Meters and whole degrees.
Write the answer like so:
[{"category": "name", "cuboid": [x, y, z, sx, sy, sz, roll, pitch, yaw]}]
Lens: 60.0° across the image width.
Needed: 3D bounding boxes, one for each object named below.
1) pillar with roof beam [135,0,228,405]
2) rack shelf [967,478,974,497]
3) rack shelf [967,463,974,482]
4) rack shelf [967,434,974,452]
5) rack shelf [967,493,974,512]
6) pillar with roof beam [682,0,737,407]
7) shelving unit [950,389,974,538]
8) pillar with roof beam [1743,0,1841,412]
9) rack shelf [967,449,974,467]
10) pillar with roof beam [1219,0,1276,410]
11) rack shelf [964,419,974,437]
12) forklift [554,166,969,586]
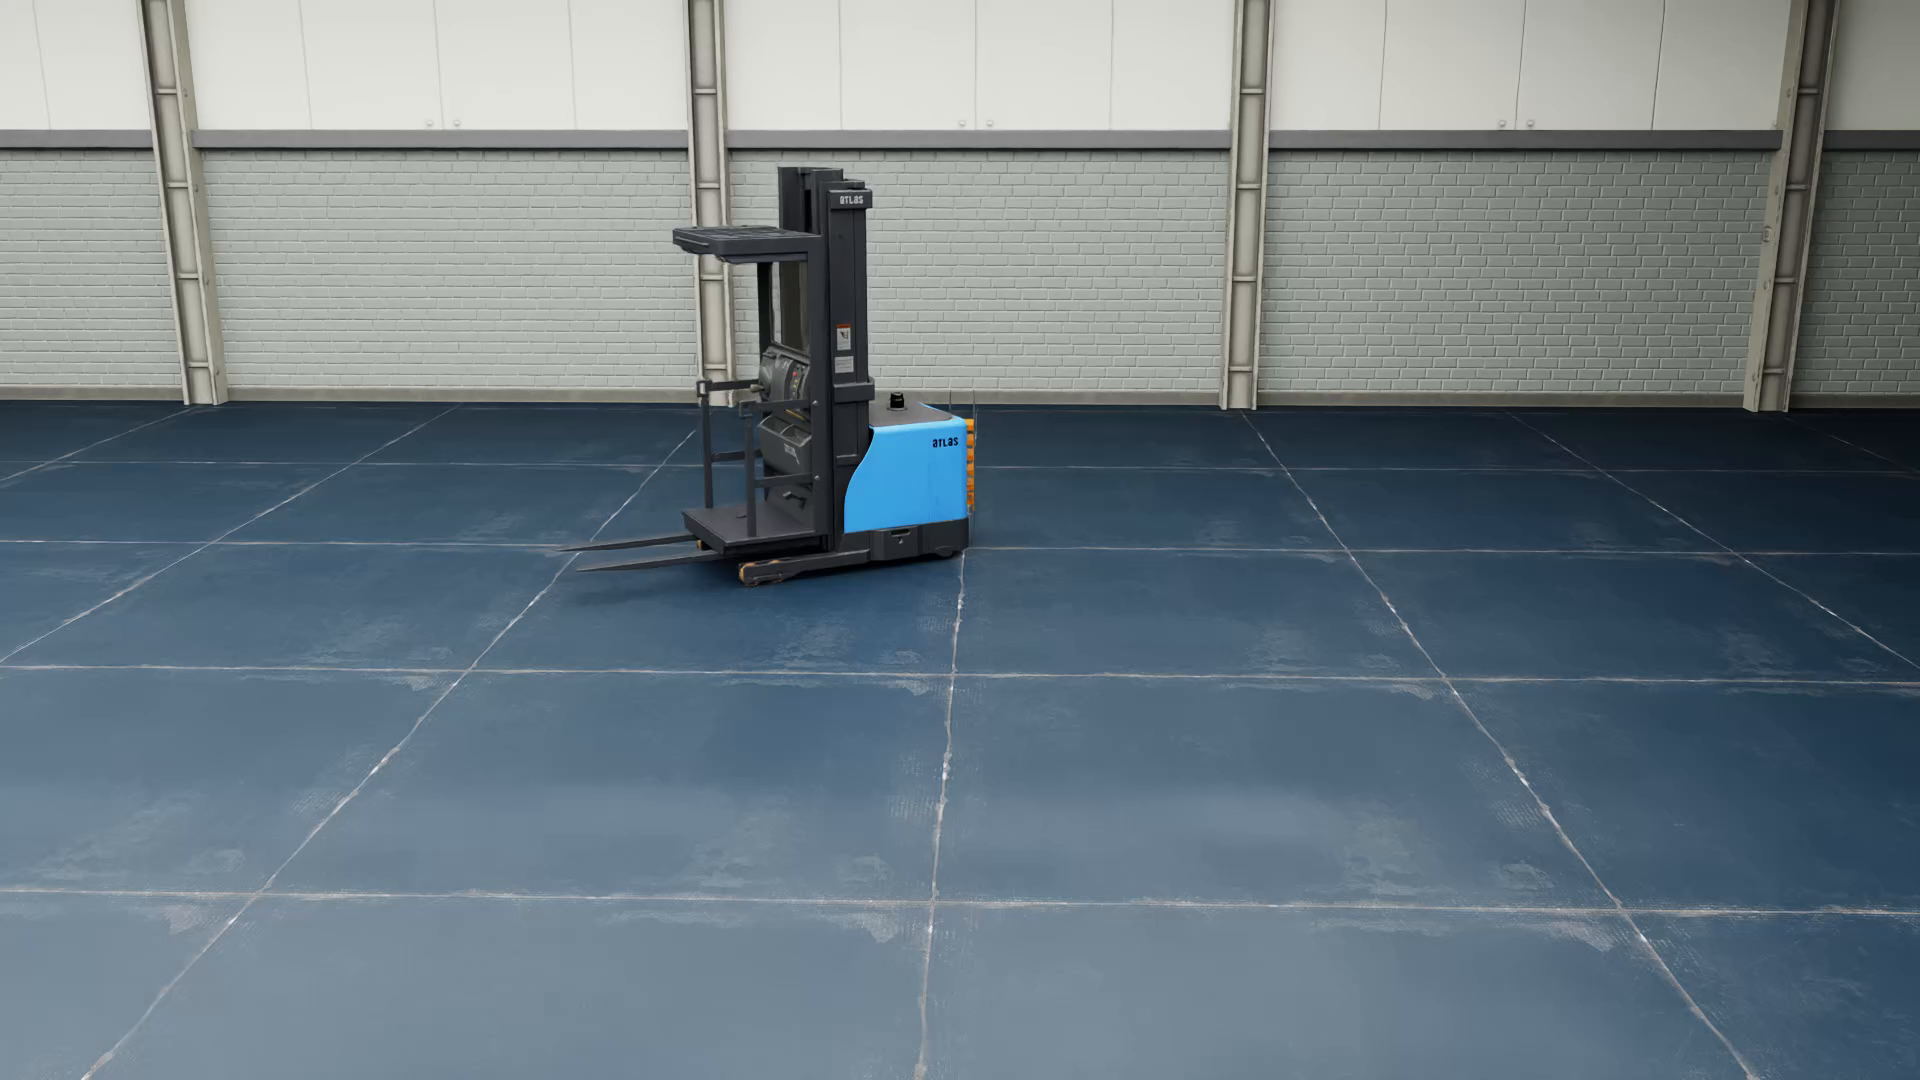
[{"category": "pillar with roof beam", "cuboid": [-8.912, -4.862, 14.127, 0.400, 9.000, 9.100, 0, 15, 1]}, {"category": "rack shelf", "cuboid": [0.019, -0.422, 13.231, 0.180, 0.103, 0.258, 0, 15, 0]}, {"category": "rack shelf", "cuboid": [0.018, -0.538, 13.200, 0.180, 0.103, 0.258, 0, 15, 0]}, {"category": "rack shelf", "cuboid": [0.017, -0.770, 13.138, 0.180, 0.103, 0.258, 0, 15, 0]}, {"category": "rack shelf", "cuboid": [0.019, -0.306, 13.262, 0.180, 0.103, 0.258, 0, 15, 0]}, {"category": "pillar with roof beam", "cuboid": [-2.914, -4.823, 13.979, 0.400, 9.000, 9.100, 0, 15, 1]}, {"category": "shelving unit", "cuboid": [0.018, -0.581, 13.188, 0.189, 1.200, 0.258, 0, 15, 0]}, {"category": "pillar with roof beam", "cuboid": [9.082, -4.744, 13.683, 0.400, 9.000, 9.100, 0, 15, 1]}, {"category": "rack shelf", "cuboid": [0.018, -0.654, 13.169, 0.180, 0.103, 0.258, 0, 15, 0]}, {"category": "pillar with roof beam", "cuboid": [3.084, -4.783, 13.831, 0.400, 9.000, 9.100, 0, 15, 1]}, {"category": "rack shelf", "cuboid": [0.017, -0.886, 13.107, 0.180, 0.103, 0.258, 0, 15, 0]}, {"category": "forklift", "cuboid": [-1.485, -1.236, 12.278, 3.031, 2.935, 1.130, -7, 16, -26]}]
